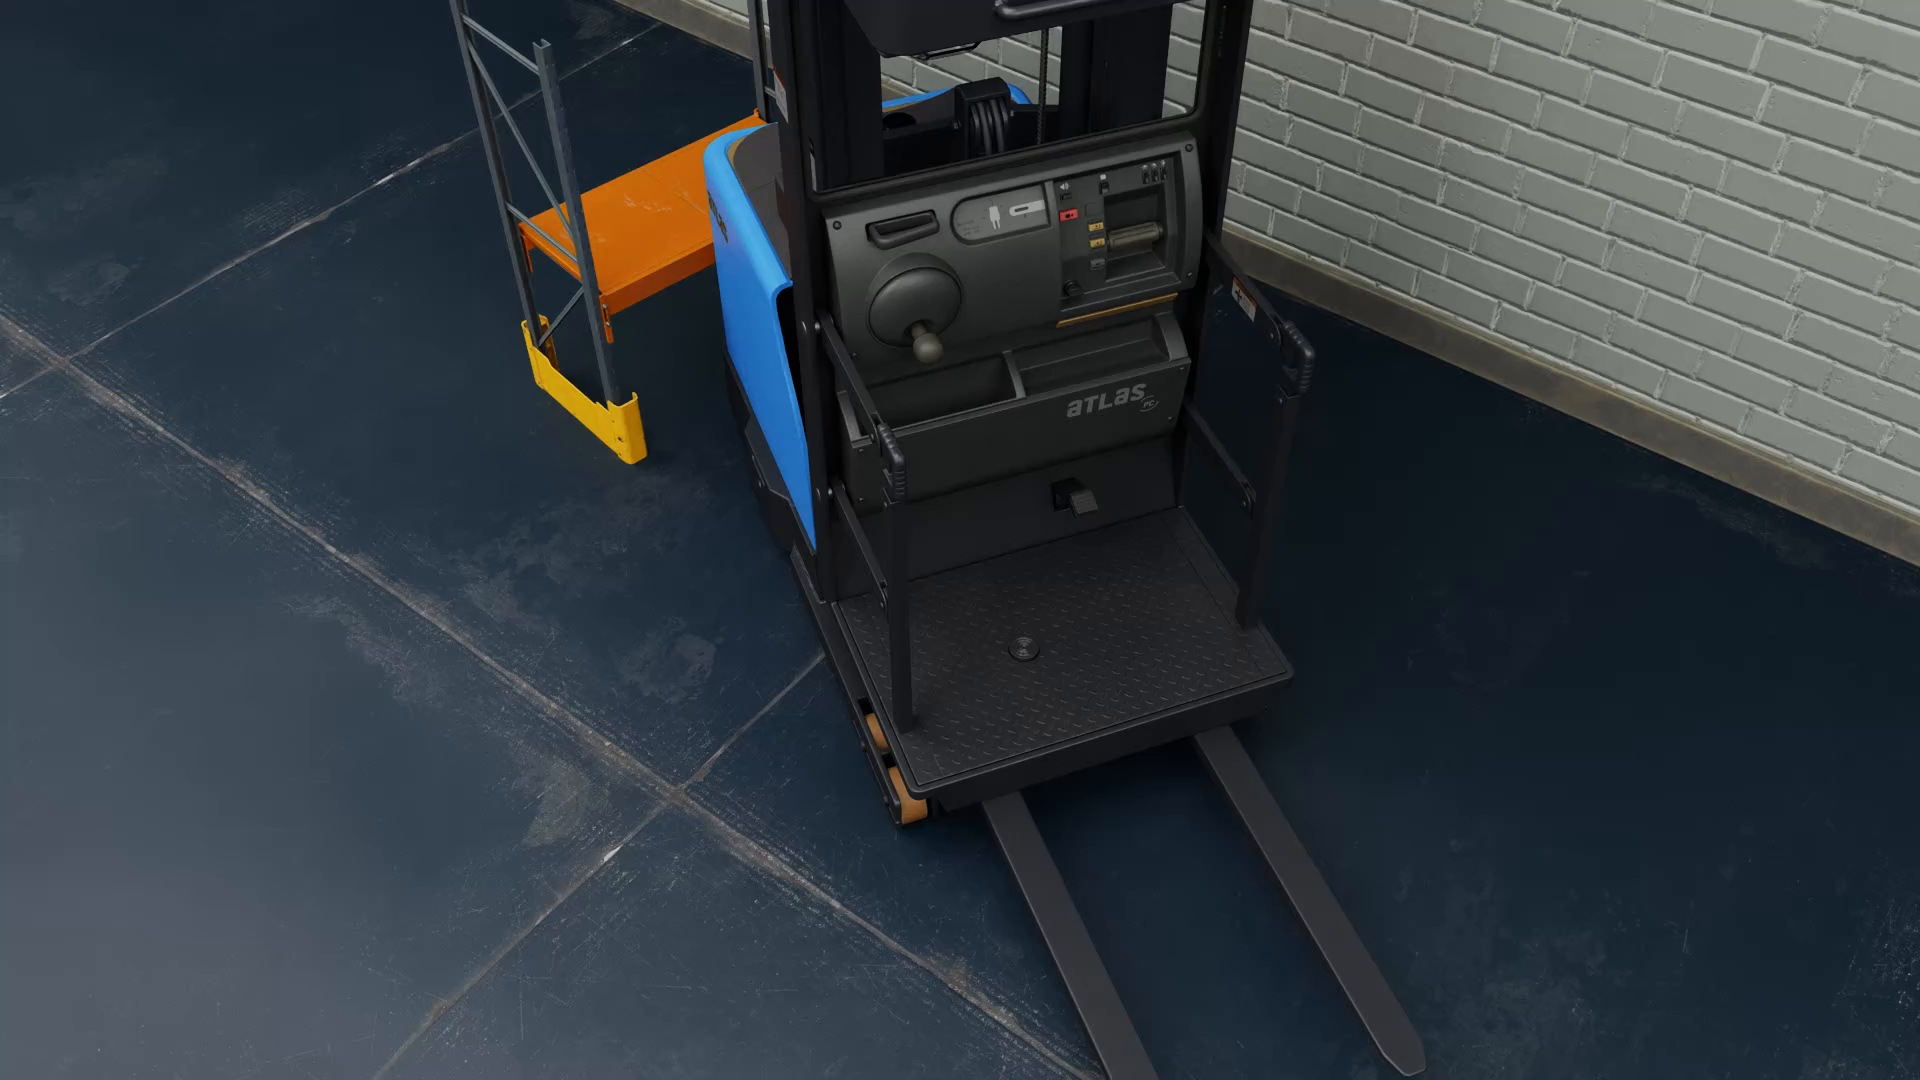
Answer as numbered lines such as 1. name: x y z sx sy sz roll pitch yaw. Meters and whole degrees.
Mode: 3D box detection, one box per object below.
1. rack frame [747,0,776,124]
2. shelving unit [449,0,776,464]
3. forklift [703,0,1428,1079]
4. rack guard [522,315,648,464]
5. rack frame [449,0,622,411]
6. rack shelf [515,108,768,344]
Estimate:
1. rack frame: -0.521 -1.426 5.574 0.032 1.500 0.500 -34 55 -28
2. shelving unit: -0.889 -1.182 5.342 1.083 1.500 0.587 -34 55 -28
3. forklift: 0.220 -0.591 3.788 1.130 2.935 3.031 -15 48 -14
4. rack guard: -1.256 -0.507 5.561 0.087 0.250 0.587 -34 55 -28
5. rack frame: -1.271 -0.929 5.100 0.032 1.500 0.500 -34 55 -28
6. rack shelf: -0.896 -1.053 5.467 1.000 0.185 0.538 -34 55 -28
